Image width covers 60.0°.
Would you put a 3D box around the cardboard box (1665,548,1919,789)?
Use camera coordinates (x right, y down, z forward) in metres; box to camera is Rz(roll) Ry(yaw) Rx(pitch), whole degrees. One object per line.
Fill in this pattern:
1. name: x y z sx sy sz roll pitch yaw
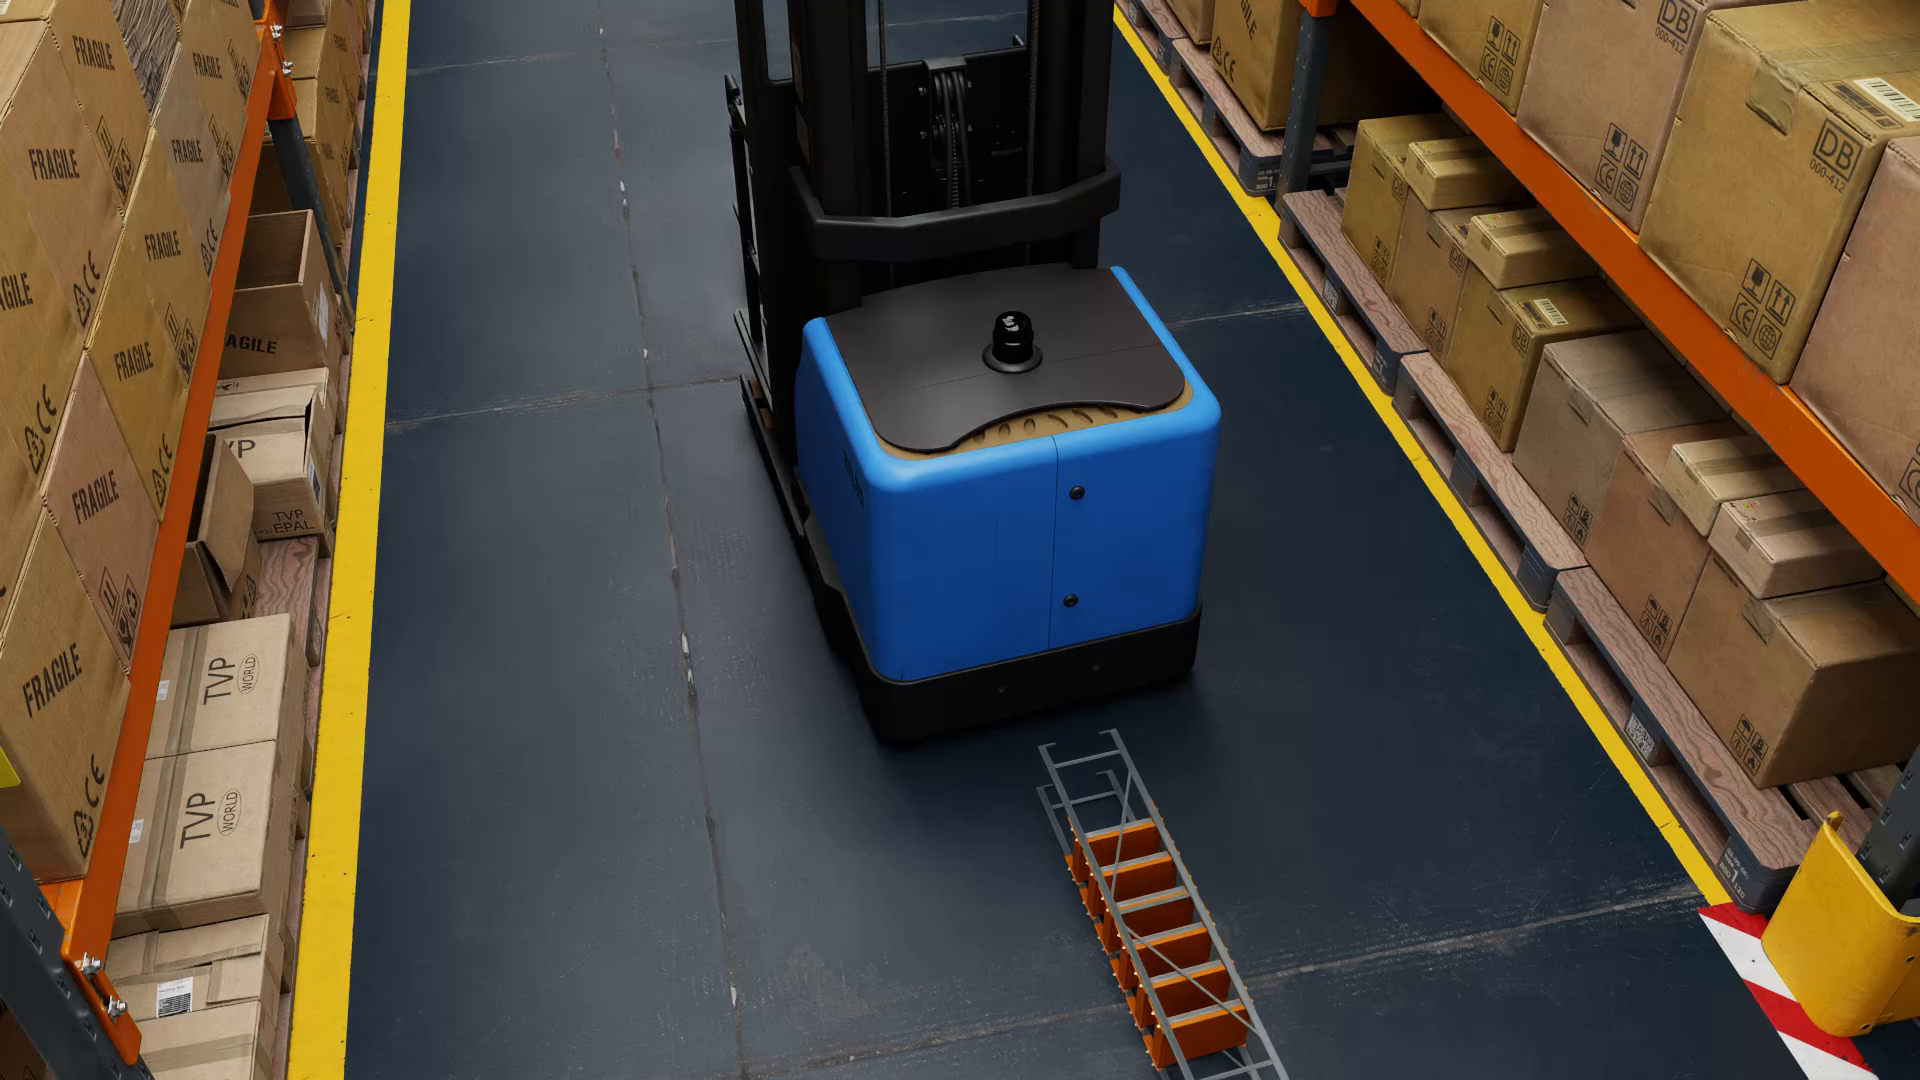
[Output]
1. cardboard box: 2.514 0.301 4.718 0.700 0.500 0.500 -8 42 -9

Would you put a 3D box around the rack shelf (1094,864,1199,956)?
1. rack shelf: 0.500 0.996 4.479 0.258 0.180 0.103 -11 43 -13

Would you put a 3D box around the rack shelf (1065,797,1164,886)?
1. rack shelf: 0.430 0.843 4.650 0.258 0.180 0.103 -11 43 -13

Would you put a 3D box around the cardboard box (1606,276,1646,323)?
1. cardboard box: 2.407 -0.875 5.554 0.380 0.149 0.250 -9 42 -10

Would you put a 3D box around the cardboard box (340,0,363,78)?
1. cardboard box: -3.138 -2.493 7.851 0.500 0.500 0.500 -10 43 -11

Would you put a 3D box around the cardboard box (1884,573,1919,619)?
1. cardboard box: 2.737 0.111 4.444 0.380 0.149 0.250 -8 42 -9

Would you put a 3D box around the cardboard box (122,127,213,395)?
1. cardboard box: -2.240 -0.672 4.172 0.500 0.500 0.500 -8 42 -9

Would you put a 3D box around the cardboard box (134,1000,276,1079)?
1. cardboard box: -1.828 1.256 3.892 0.380 0.149 0.250 -8 42 -9

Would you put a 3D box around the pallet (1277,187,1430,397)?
1. pallet: 1.987 -1.083 6.811 1.003 0.211 1.213 -8 42 -9

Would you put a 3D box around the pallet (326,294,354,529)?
1. pallet: -2.789 -0.430 6.075 1.003 0.211 1.213 -8 42 -9

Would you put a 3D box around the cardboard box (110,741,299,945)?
1. cardboard box: -2.021 0.821 4.305 0.500 0.250 0.500 -8 42 -9

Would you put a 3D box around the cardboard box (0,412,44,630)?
1. cardboard box: -1.911 -0.062 2.732 0.500 0.500 0.500 -7 42 -8

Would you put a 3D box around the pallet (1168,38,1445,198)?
1. pallet: 1.659 -2.077 7.930 1.003 0.211 1.213 -8 42 -9

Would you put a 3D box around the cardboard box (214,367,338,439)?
1. cardboard box: -2.397 -0.453 5.817 0.380 0.149 0.250 -8 42 -9

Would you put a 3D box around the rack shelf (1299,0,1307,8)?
1. rack shelf: 1.468 -3.658 8.153 1.077 0.370 4.000 -8 42 -9

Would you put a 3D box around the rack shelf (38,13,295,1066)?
1. rack shelf: -2.505 -0.352 4.429 1.077 0.370 4.000 -8 42 -9

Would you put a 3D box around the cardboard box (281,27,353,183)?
1. cardboard box: -2.929 -1.840 7.115 0.500 0.500 0.500 -8 42 -9

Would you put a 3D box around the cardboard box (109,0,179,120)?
1. cardboard box: -2.353 -1.380 4.217 0.500 0.500 0.500 -8 42 -9

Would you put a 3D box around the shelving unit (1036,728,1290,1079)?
1. shelving unit: 0.513 1.025 4.448 0.258 0.189 1.200 -11 43 -13

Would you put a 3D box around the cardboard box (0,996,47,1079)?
1. cardboard box: -2.431 1.128 3.771 0.500 0.500 0.500 -8 42 -9

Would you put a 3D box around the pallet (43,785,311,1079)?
1. pallet: -2.263 1.152 4.293 1.003 0.211 1.213 -8 42 -9

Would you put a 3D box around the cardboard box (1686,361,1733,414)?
1. cardboard box: 2.517 -0.545 5.182 0.380 0.149 0.250 -8 42 -9

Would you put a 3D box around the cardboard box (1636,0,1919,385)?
1. cardboard box: 2.475 -0.949 4.333 0.980 0.700 0.700 -9 42 -10

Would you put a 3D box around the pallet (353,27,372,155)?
1. pallet: -3.416 -2.189 8.057 1.003 0.211 1.213 -8 42 -9

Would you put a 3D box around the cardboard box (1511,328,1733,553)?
1. cardboard box: 2.297 -0.349 5.450 0.700 0.500 0.500 -10 42 -11

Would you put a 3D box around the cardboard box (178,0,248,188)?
1. cardboard box: -2.465 -1.334 4.918 0.500 0.500 0.500 -7 42 -8

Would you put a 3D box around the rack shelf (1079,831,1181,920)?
1. rack shelf: 0.465 0.920 4.565 0.258 0.180 0.103 -11 43 -13

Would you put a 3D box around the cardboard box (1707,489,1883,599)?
1. cardboard box: 2.309 0.001 4.567 0.380 0.149 0.250 -9 42 -10

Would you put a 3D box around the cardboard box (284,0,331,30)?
1. cardboard box: -3.019 -2.425 7.209 0.500 0.250 0.500 -8 42 -9

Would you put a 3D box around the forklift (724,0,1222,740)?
1. forklift: -0.185 -1.491 5.221 1.130 2.935 3.031 -12 43 -13

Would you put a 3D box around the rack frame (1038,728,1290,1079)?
1. rack frame: 0.513 0.957 4.387 0.240 0.006 1.200 -11 43 -13

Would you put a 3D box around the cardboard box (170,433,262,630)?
1. cardboard box: -2.526 0.068 4.963 0.797 0.503 0.637 -8 42 -9

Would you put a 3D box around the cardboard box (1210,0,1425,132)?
1. cardboard box: 1.632 -2.386 7.481 0.750 0.750 0.750 -8 42 -9

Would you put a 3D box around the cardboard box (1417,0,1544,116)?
1. cardboard box: 2.153 -1.914 5.421 0.980 0.700 0.700 -9 42 -10

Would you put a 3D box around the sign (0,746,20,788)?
1. sign: -1.543 0.273 2.530 0.100 0.325 0.005 -8 42 -9

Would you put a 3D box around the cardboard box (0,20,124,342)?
1. cardboard box: -2.135 -0.725 3.478 0.500 0.500 0.500 -8 42 -9

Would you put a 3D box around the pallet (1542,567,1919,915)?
1. pallet: 2.514 0.498 5.030 1.003 0.211 1.213 -8 42 -9

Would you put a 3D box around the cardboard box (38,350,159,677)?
1. cardboard box: -2.028 -0.022 3.439 0.500 0.500 0.500 -9 42 -10

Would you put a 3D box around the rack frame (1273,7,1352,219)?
1. rack frame: 1.900 -2.630 6.453 1.000 3.000 0.127 -8 42 -9

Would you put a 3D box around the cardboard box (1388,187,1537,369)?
1. cardboard box: 2.066 -1.027 6.214 0.700 0.500 0.500 -9 42 -10

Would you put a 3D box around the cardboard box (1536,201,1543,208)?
1. cardboard box: 2.297 -1.206 5.927 0.380 0.149 0.250 -10 42 -11

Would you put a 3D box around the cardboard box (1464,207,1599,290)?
1. cardboard box: 1.970 -1.009 5.705 0.380 0.149 0.250 -9 42 -11
